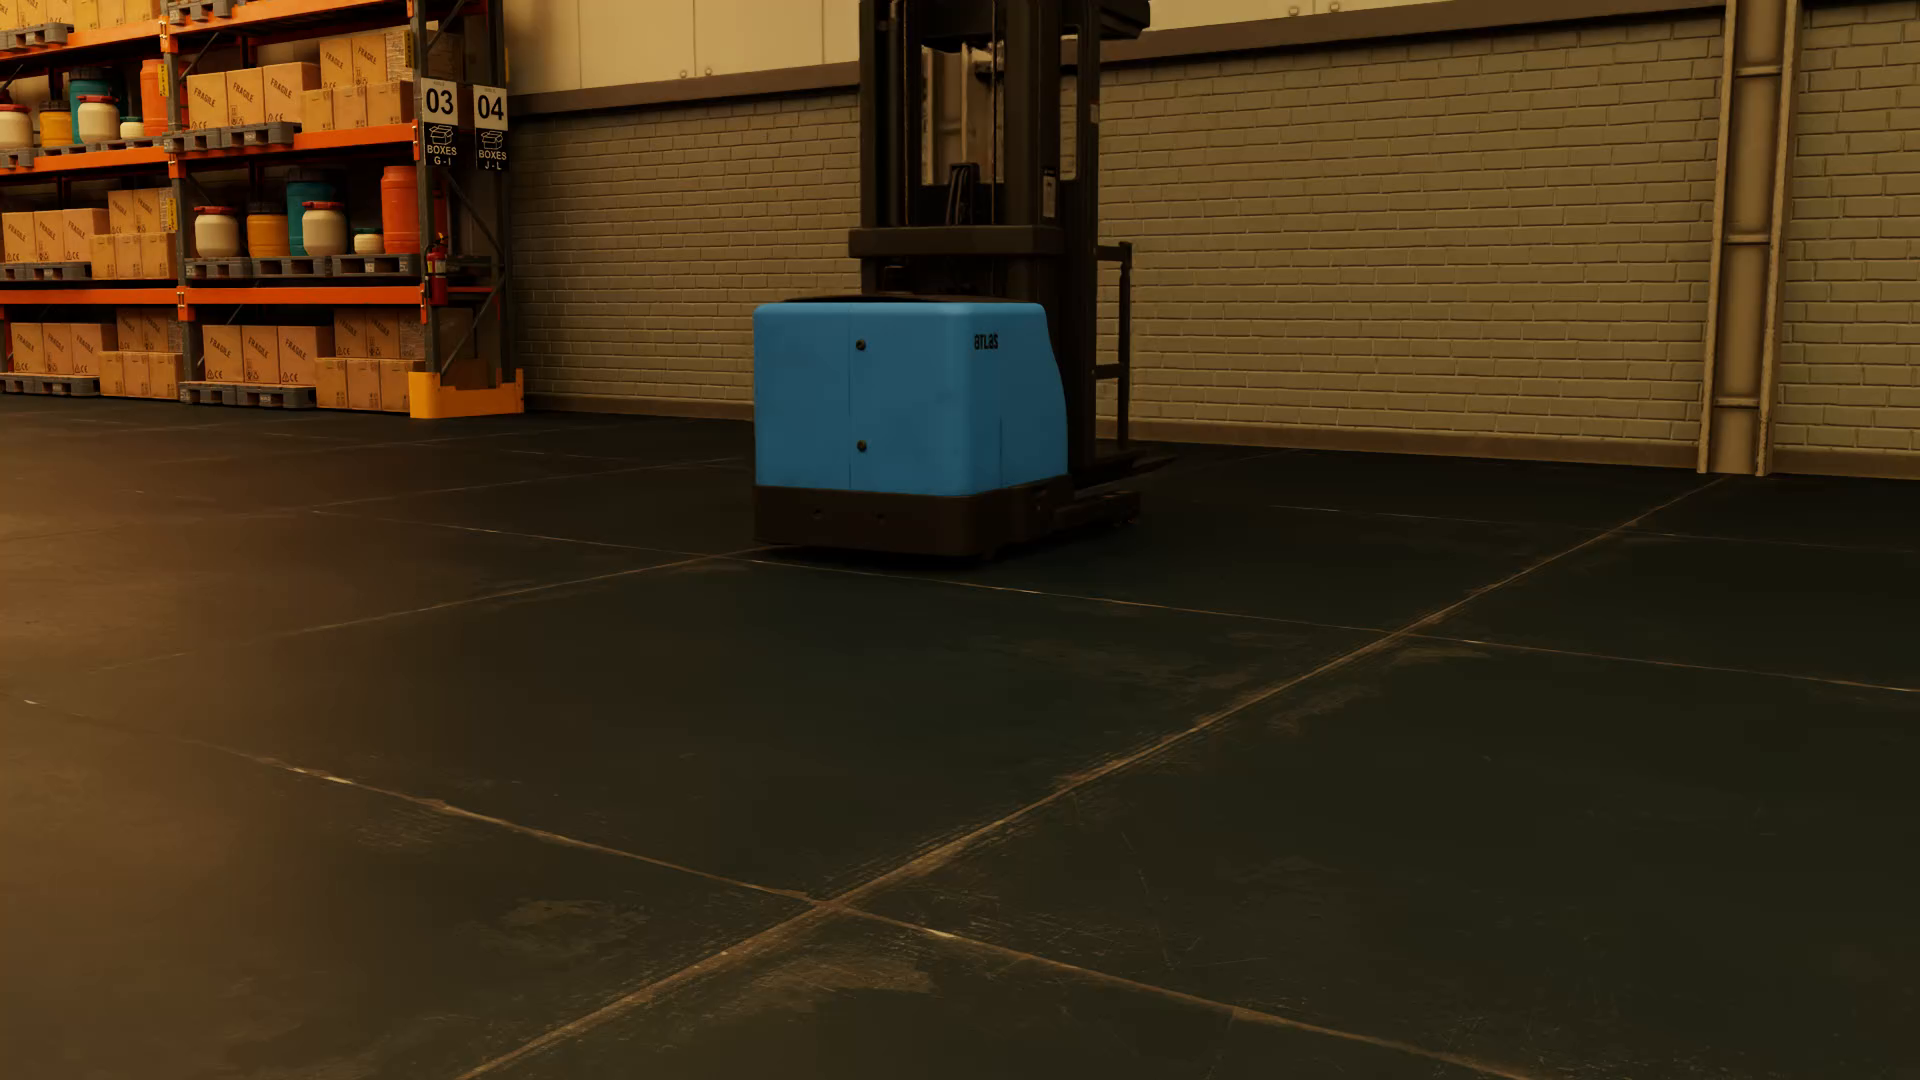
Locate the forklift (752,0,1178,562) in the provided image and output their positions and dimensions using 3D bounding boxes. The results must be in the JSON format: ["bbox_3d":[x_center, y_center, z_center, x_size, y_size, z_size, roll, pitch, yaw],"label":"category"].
[{"bbox_3d":[0.236,-1.532,7.964,1.130,2.935,3.031,4,9,27],"label":"forklift"}]
